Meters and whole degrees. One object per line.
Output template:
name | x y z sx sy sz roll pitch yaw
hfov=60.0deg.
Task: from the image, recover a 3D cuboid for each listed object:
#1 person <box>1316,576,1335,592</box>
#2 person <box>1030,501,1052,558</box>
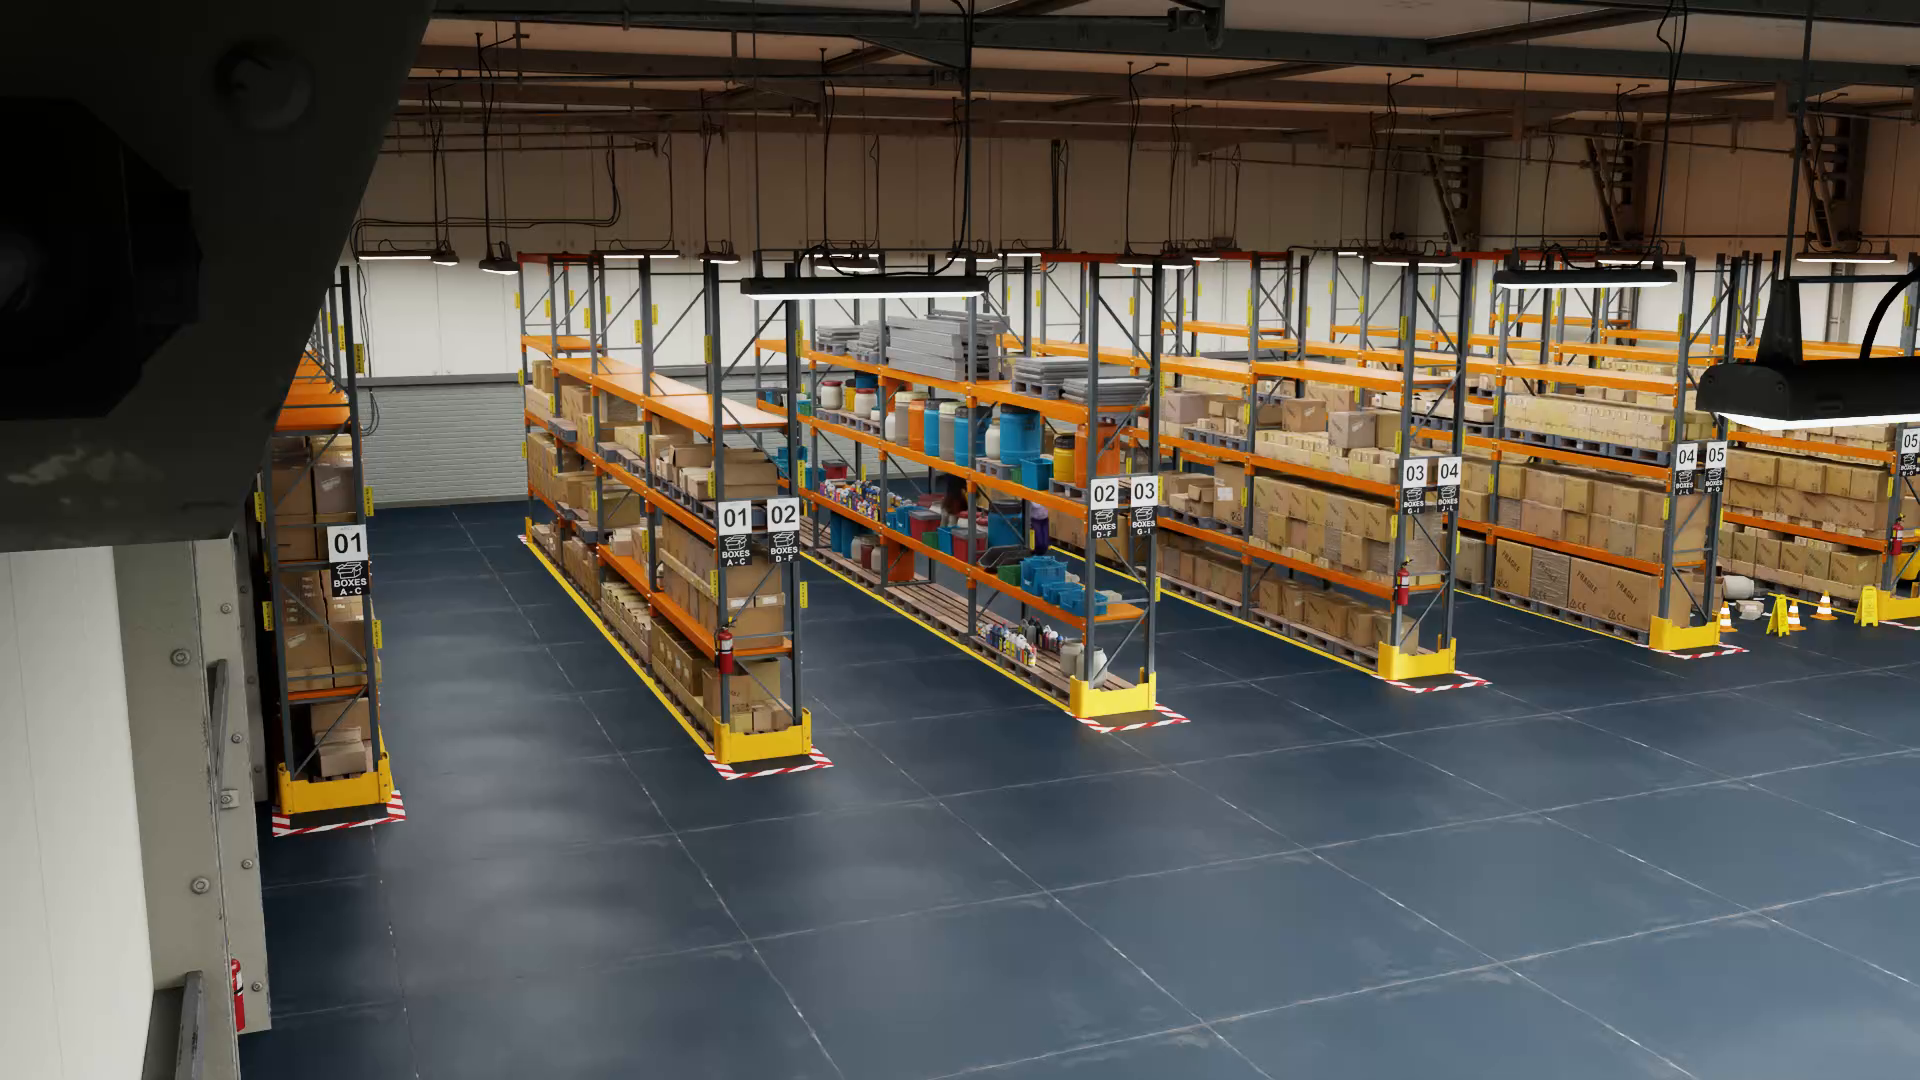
person | 6.571 0.073 29.810 0.719 1.754 0.705 -4 11 -21
person | 1.452 -0.275 30.552 0.607 1.605 0.505 -7 12 -32
